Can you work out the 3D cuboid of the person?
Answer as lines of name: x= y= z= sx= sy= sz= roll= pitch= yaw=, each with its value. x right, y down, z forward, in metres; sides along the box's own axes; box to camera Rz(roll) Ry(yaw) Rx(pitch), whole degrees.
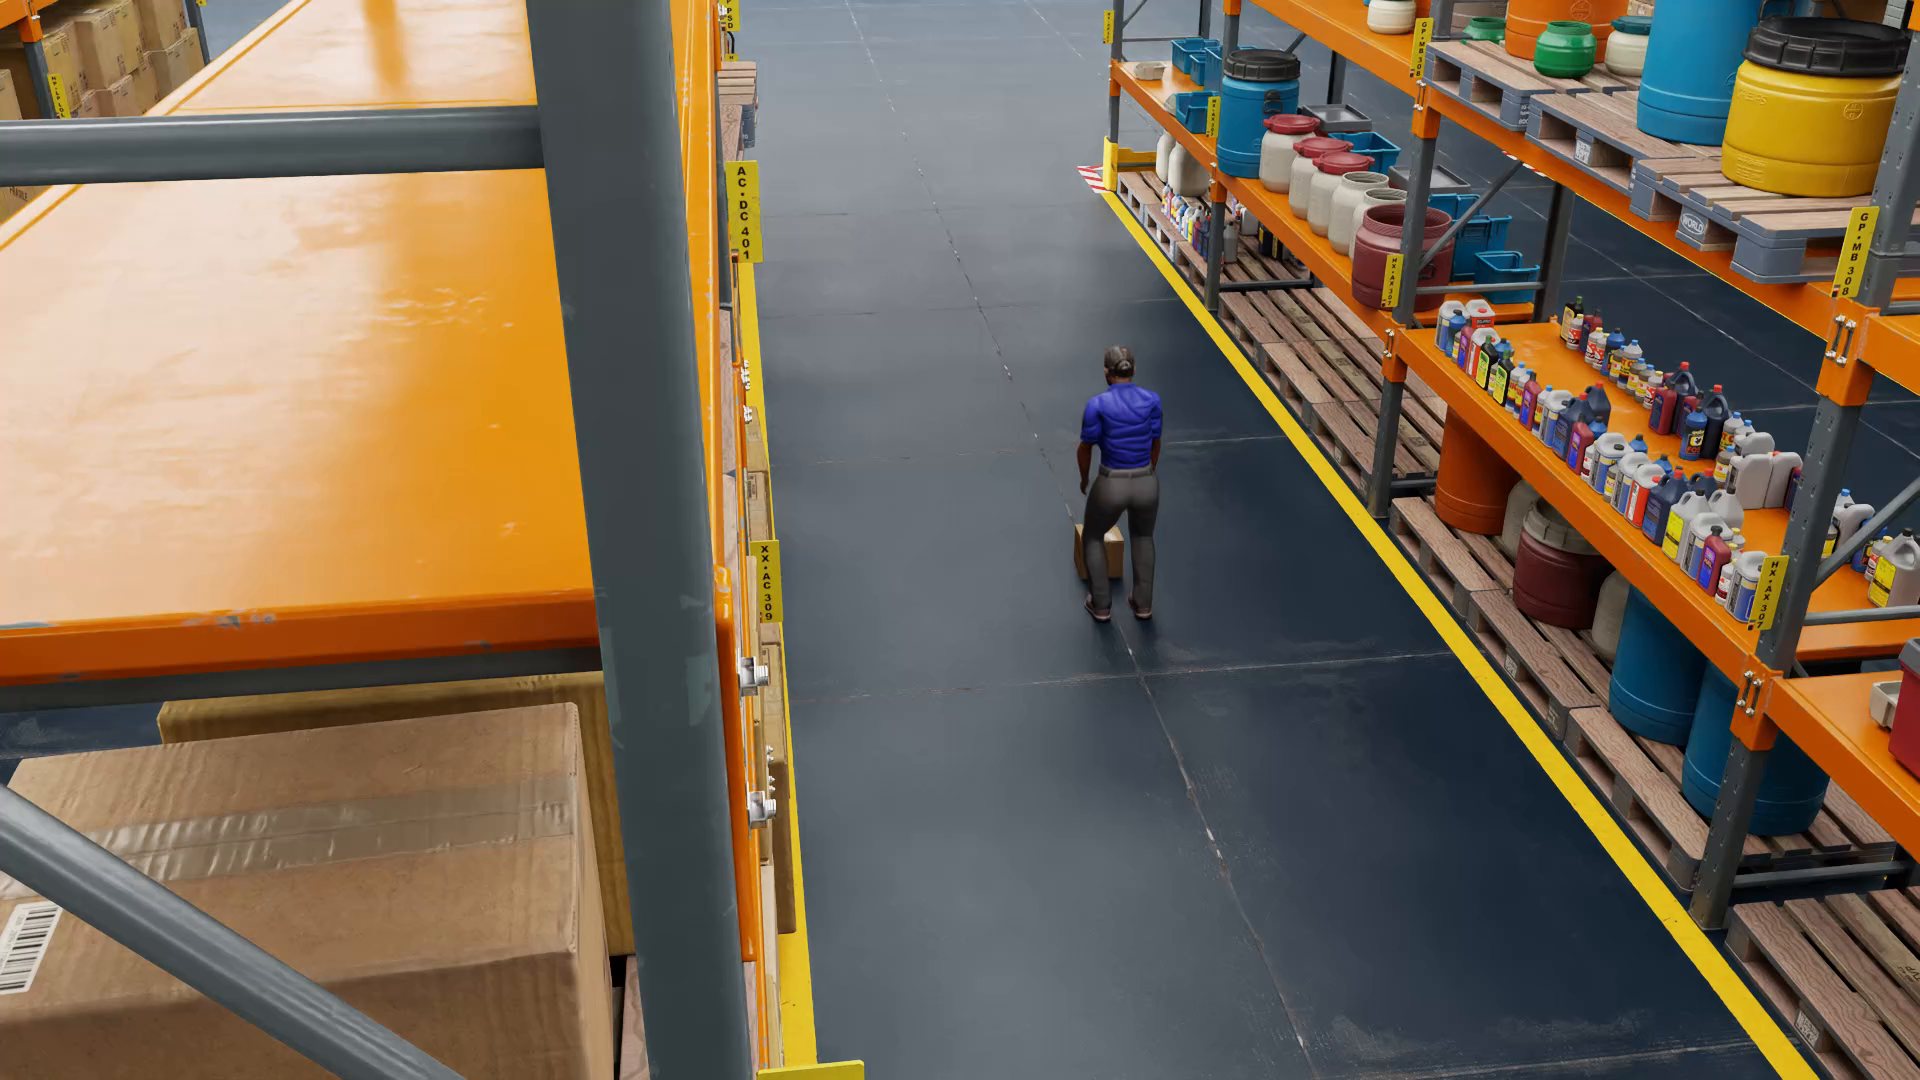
person: x=0.880 y=-0.275 z=9.315 sx=0.480 sy=1.527 sz=0.492 roll=-3 pitch=27 yaw=-6
